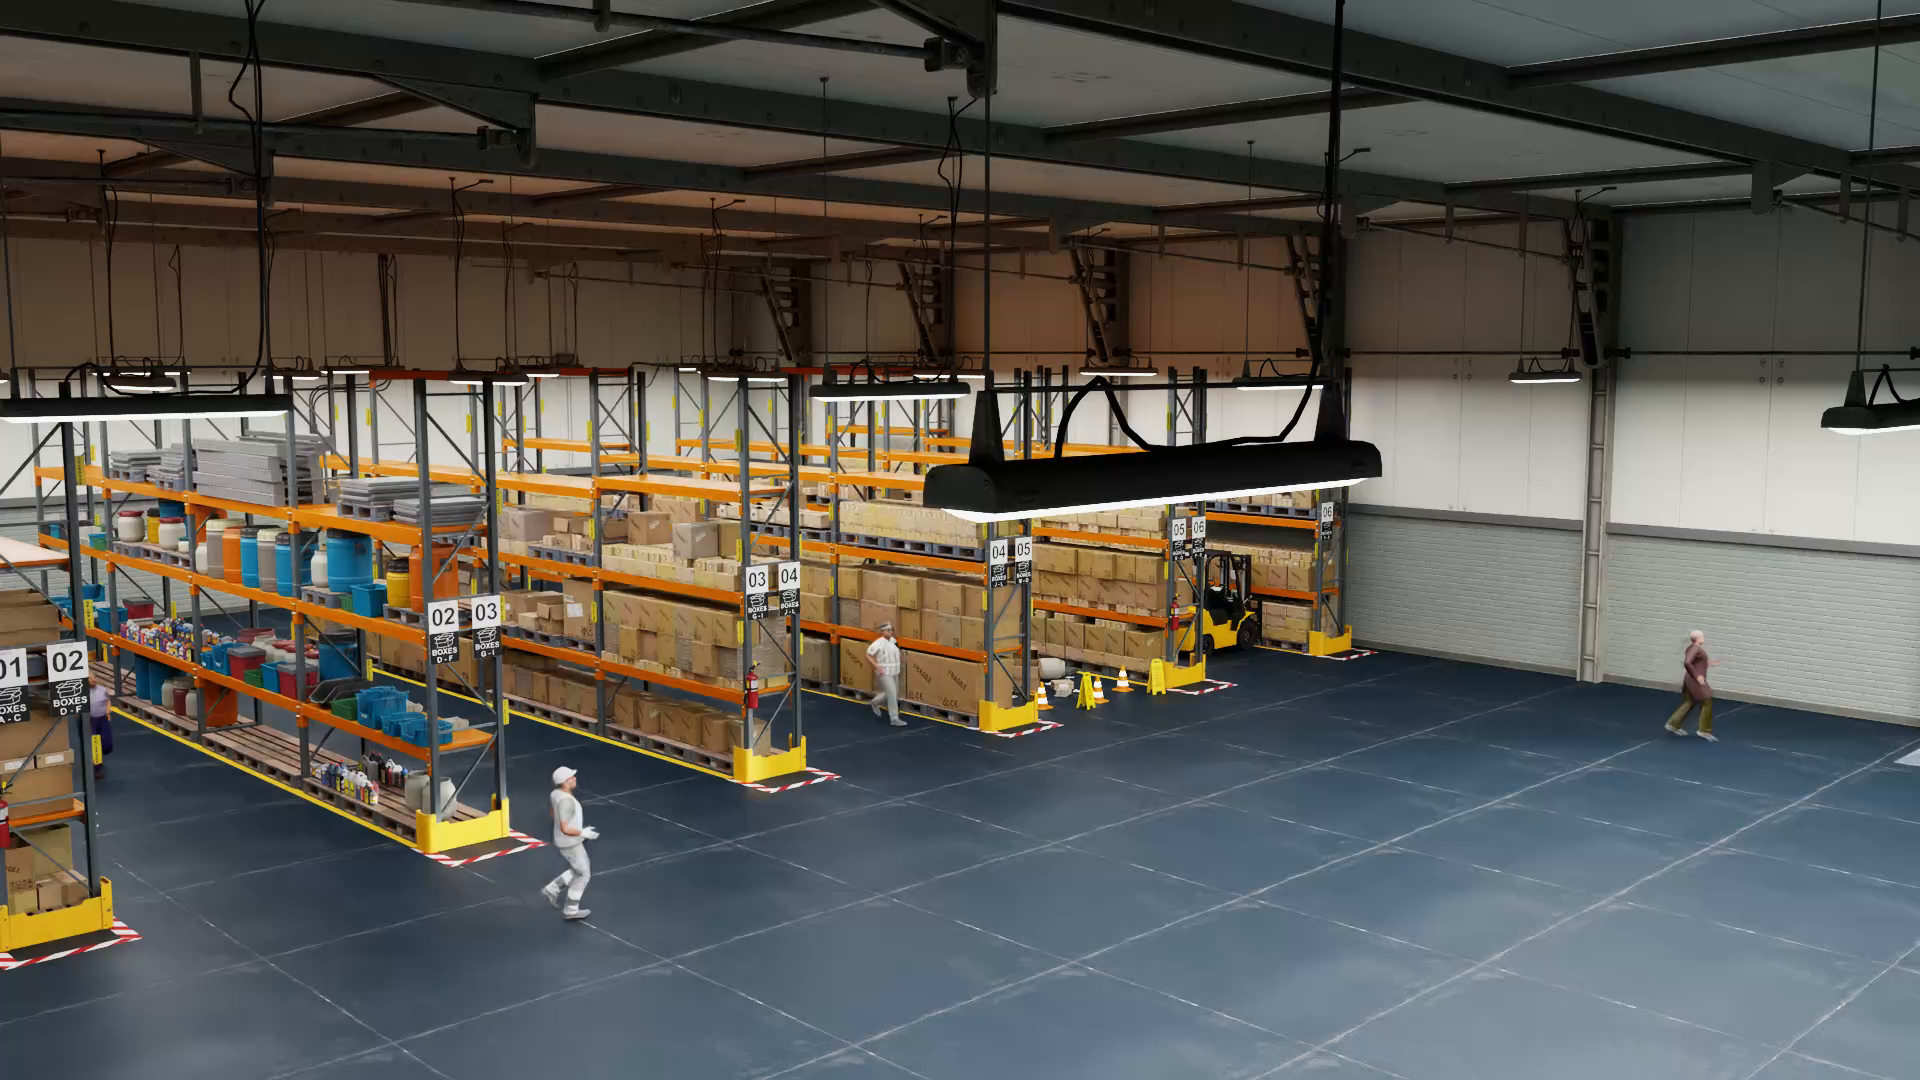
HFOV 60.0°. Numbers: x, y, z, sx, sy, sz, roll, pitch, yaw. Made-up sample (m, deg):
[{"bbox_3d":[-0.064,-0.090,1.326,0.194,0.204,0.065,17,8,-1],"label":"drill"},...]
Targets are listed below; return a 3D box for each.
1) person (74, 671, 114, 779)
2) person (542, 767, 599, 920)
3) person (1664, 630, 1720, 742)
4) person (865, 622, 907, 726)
[{"bbox_3d":[-12.943,2.748,24.813,0.578,1.583,0.605,5,8,40],"label":"person"},{"bbox_3d":[-4.363,3.376,18.557,0.615,1.738,0.652,-2,7,-20],"label":"person"},{"bbox_3d":[11.995,2.385,27.193,0.823,1.838,0.693,1,6,6],"label":"person"},{"bbox_3d":[-1.241,2.256,28.344,0.901,1.747,0.674,5,8,38],"label":"person"}]
